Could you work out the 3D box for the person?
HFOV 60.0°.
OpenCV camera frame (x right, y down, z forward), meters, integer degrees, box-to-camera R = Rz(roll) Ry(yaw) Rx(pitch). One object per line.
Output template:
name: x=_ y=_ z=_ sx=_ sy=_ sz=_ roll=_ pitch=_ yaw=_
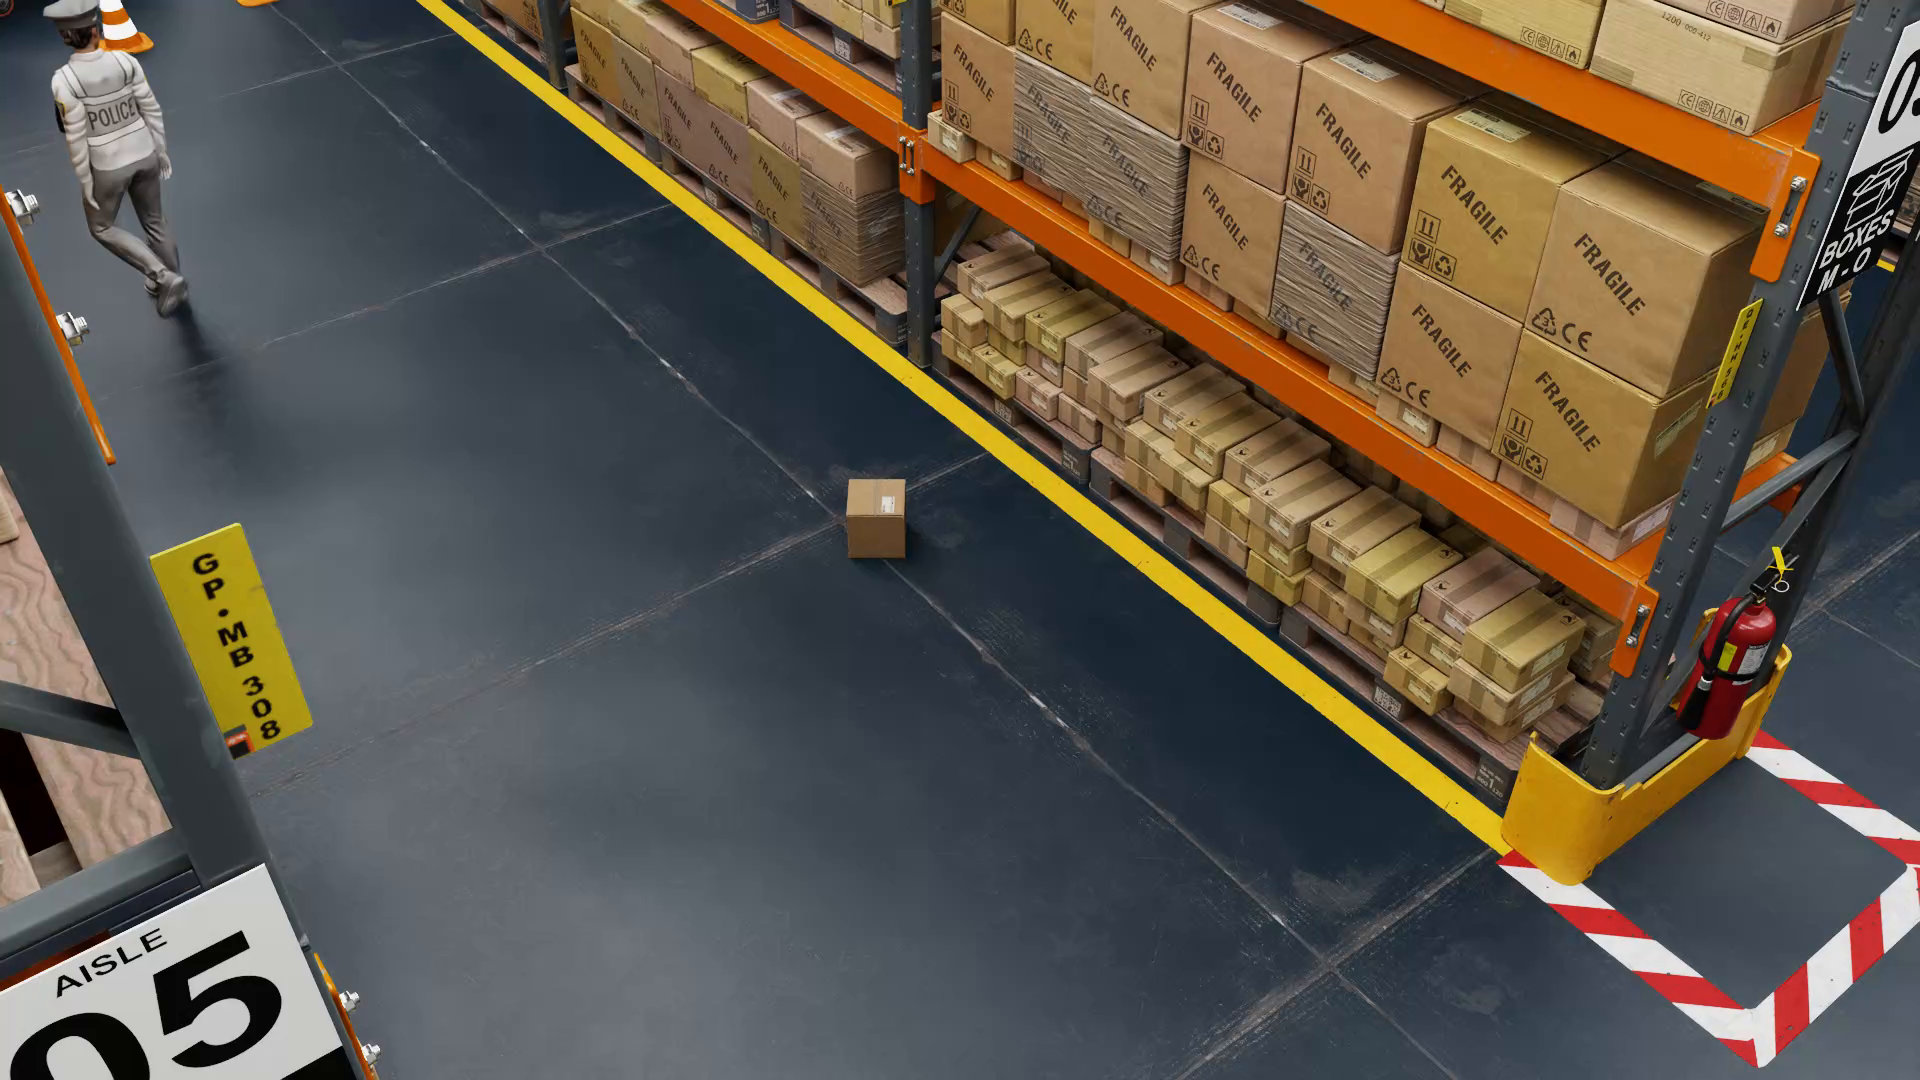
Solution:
person: x=-4.193 y=-1.879 z=8.325 sx=0.548 sy=1.660 sz=0.504 roll=25 pitch=46 yaw=26
